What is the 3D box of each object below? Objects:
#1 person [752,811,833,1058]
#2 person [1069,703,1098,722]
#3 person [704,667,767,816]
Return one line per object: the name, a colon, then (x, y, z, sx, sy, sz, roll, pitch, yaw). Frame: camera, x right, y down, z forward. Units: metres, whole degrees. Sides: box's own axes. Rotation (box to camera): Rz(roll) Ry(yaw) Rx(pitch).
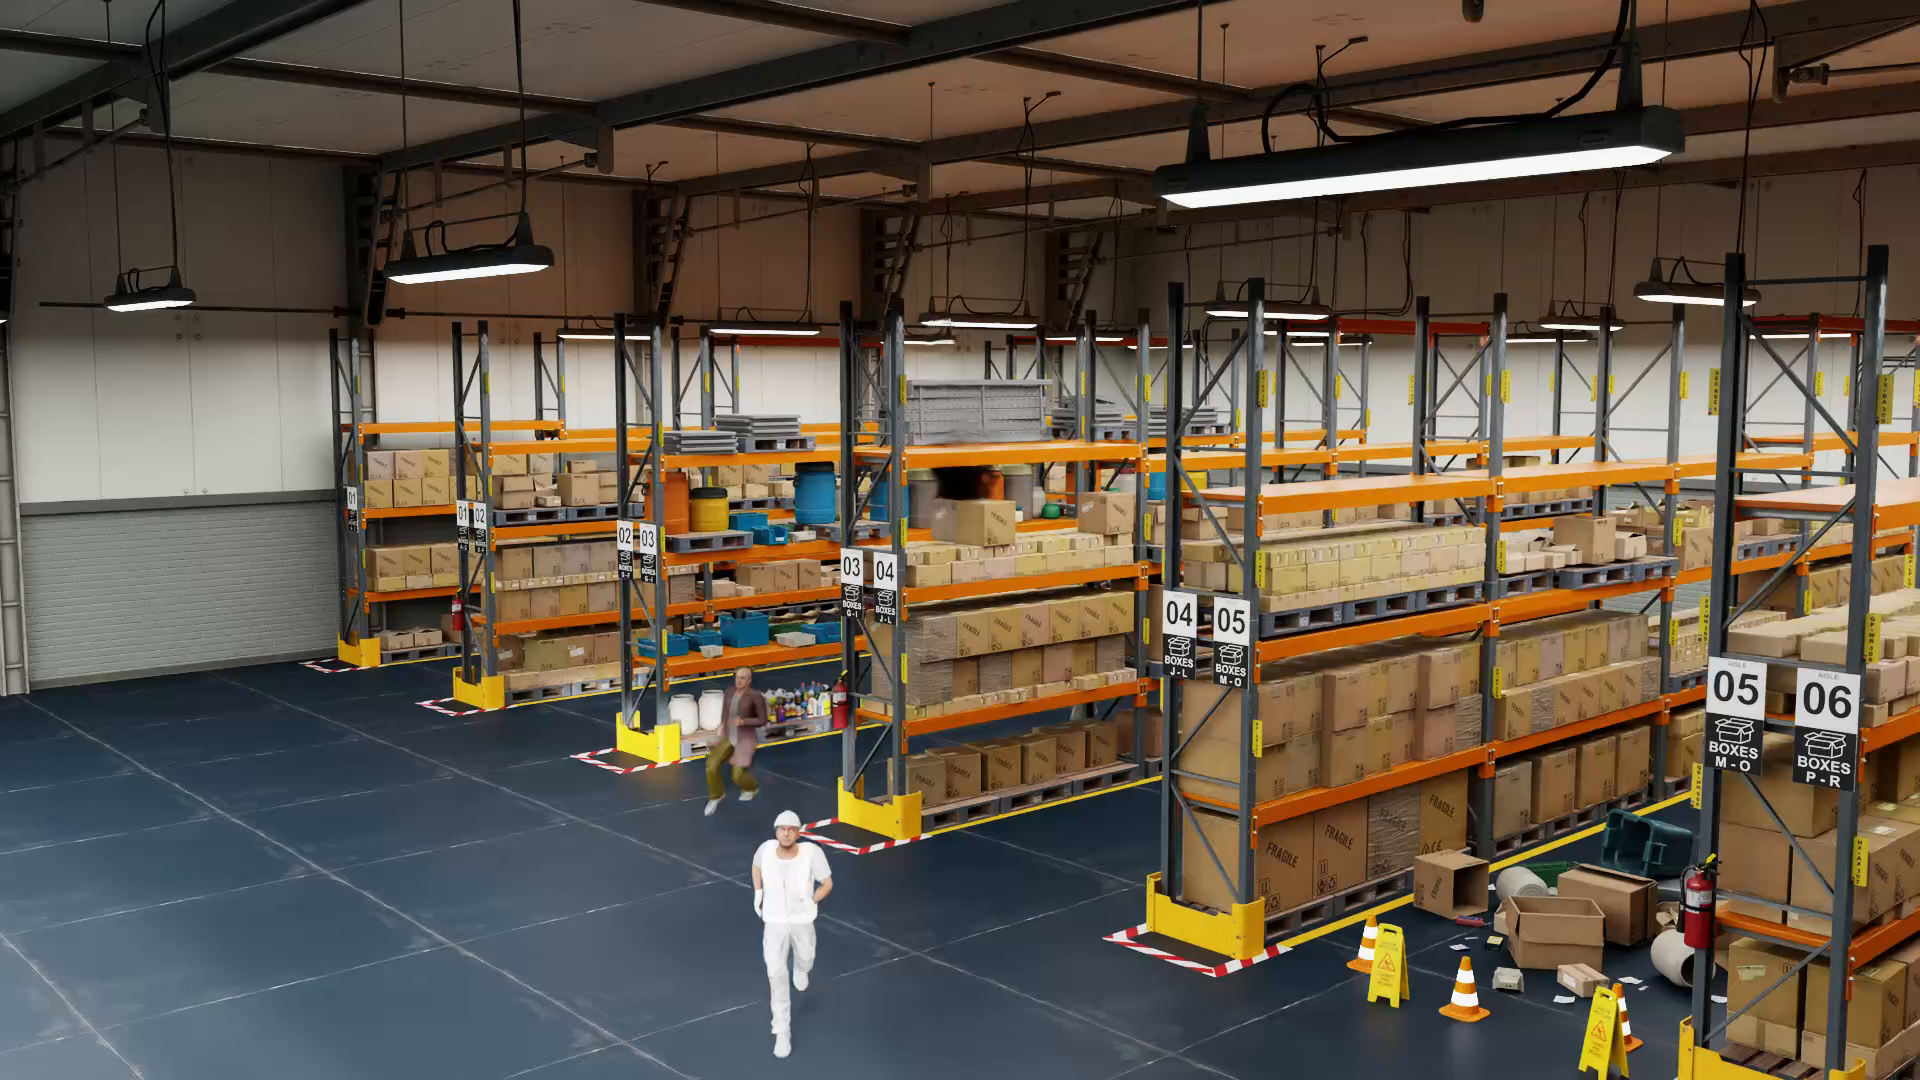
person: (-1.321, 3.003, 13.118, 0.649, 1.789, 1.156, 0, 6, -4)
person: (1.785, 1.944, 24.214, 0.583, 1.687, 0.856, 5, 8, 41)
person: (-2.507, 2.278, 19.017, 0.712, 1.673, 0.821, 2, 6, 23)
